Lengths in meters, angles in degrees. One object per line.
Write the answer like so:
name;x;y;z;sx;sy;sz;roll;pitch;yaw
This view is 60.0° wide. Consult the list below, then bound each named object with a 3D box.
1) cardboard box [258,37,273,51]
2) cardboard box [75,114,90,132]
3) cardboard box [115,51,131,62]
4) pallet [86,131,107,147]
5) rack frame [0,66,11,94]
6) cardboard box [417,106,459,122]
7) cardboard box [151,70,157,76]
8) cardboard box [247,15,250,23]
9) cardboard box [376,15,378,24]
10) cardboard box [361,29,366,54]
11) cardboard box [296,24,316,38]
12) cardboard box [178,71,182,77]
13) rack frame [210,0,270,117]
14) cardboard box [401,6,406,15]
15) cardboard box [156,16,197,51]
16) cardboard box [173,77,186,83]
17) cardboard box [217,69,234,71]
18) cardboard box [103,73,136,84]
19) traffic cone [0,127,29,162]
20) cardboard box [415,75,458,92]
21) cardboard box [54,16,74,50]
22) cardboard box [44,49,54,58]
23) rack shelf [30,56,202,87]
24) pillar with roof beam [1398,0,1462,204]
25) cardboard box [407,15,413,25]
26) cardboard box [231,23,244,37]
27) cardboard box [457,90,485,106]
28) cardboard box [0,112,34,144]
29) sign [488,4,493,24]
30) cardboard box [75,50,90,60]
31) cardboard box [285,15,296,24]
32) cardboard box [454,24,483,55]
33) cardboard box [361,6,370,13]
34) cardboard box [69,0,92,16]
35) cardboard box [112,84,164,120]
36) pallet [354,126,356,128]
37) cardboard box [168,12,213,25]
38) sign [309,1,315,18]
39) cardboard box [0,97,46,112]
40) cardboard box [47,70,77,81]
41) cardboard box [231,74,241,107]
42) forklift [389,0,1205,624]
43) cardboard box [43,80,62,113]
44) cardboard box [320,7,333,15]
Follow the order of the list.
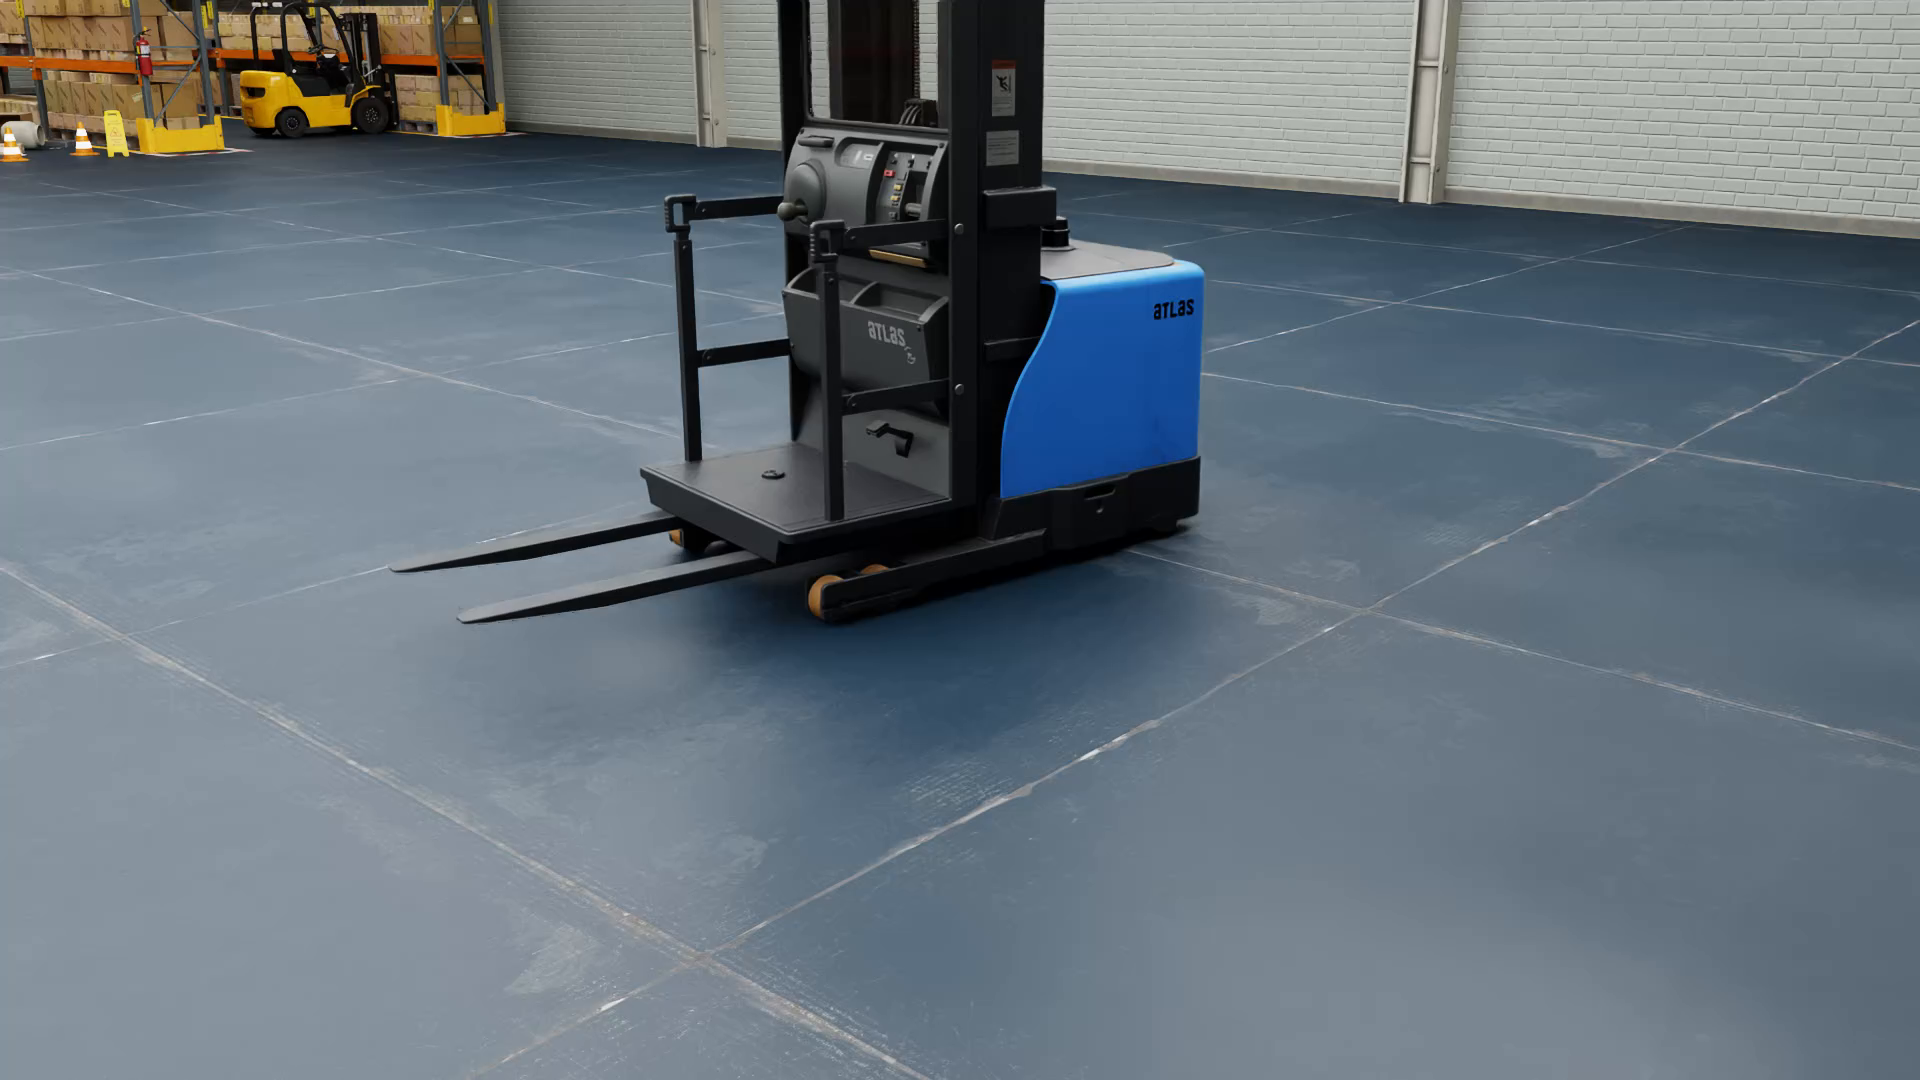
cardboard box;-13.098;-9.526;31.918;0.500;0.250;0.500;16;24;41
cardboard box;-13.650;-6.623;26.374;0.500;0.250;0.500;15;23;39
cardboard box;-12.410;-7.253;24.923;0.250;0.149;0.380;15;23;39
pallet;-13.275;-6.423;26.501;1.213;0.211;1.003;15;23;39
rack frame;-17.709;-8.927;29.781;0.127;3.000;1.000;15;23;39
cardboard box;-8.995;-7.357;28.686;0.500;0.250;0.500;15;23;40
cardboard box;-17.059;-10.001;35.533;0.250;0.149;0.380;14;23;38
cardboard box;-13.553;-10.085;32.191;0.250;0.149;0.380;15;23;40
cardboard box;-10.218;-9.166;29.297;0.250;0.149;0.380;14;23;38
cardboard box;-10.487;-8.945;29.673;0.500;0.500;0.500;15;23;39
cardboard box;-11.962;-9.455;30.867;0.500;0.250;0.500;14;23;38
cardboard box;-16.078;-9.744;34.722;0.250;0.149;0.380;15;23;39
rack frame;-14.417;-10.051;33.322;0.127;3.000;1.000;15;23;39
cardboard box;-9.397;-9.123;28.670;0.250;0.149;0.380;15;23;40
cardboard box;-11.896;-7.668;25.157;0.500;0.500;0.500;15;23;38
cardboard box;-16.038;-9.403;34.720;0.500;0.500;0.500;14;22;37
cardboard box;-15.390;-9.752;34.747;0.250;0.149;0.380;14;23;38
cardboard box;-12.817;-7.037;25.366;0.250;0.149;0.380;16;24;41
traffic cone;-13.386;-5.587;23.450;0.334;0.463;0.336;15;23;39
cardboard box;-8.985;-7.832;28.531;0.500;0.250;0.500;16;24;41
cardboard box;-13.815;-7.963;26.086;0.500;0.500;0.500;15;23;39
cardboard box;-14.471;-7.829;26.738;0.250;0.149;0.380;16;24;41
rack shelf;-13.221;-7.379;26.094;4.000;0.370;1.077;15;23;39
pillar with roof beam;2.249;-7.059;13.980;0.400;9.000;9.100;15;23;39
cardboard box;-9.243;-8.918;28.516;0.250;0.149;0.380;16;23;40
cardboard box;-13.874;-9.972;32.497;0.500;0.250;0.500;16;24;41
cardboard box;-8.647;-7.714;28.983;0.500;0.250;0.500;16;23;40
cardboard box;-14.819;-6.411;25.981;0.500;0.500;0.500;-3;18;-8
sign;-8.061;-9.019;28.510;0.005;0.325;0.100;15;23;39
cardboard box;-13.537;-7.565;25.905;0.250;0.149;0.380;15;23;39
cardboard box;-12.466;-9.754;31.151;0.250;0.149;0.380;14;22;38
cardboard box;-8.620;-8.654;28.757;0.500;0.500;0.500;16;24;41
cardboard box;-10.368;-9.374;29.462;0.250;0.149;0.380;15;23;39
cardboard box;-13.076;-8.222;25.251;0.500;0.500;0.700;15;23;39
cardboard box;-12.498;-6.670;25.280;0.500;0.500;0.500;15;23;40
pallet;-10.858;-7.749;30.681;1.213;0.211;1.003;15;23;39
cardboard box;-15.761;-10.586;34.144;0.637;0.503;0.797;14;23;38
sign;-11.778;-9.637;30.236;0.005;0.325;0.100;15;23;39
cardboard box;-16.172;-7.459;28.806;0.625;0.372;0.950;16;24;41
cardboard box;-14.402;-7.462;26.704;0.250;0.149;0.380;15;23;40
cardboard box;-13.960;-8.991;33.214;0.625;0.625;0.875;16;24;41
forklift;-0.514;-1.290;5.831;3.031;2.935;1.130;-13;22;-35
cardboard box;-14.455;-7.191;26.924;0.500;0.500;0.500;16;24;42
cardboard box;-11.384;-9.615;30.220;0.250;0.149;0.380;16;23;40
